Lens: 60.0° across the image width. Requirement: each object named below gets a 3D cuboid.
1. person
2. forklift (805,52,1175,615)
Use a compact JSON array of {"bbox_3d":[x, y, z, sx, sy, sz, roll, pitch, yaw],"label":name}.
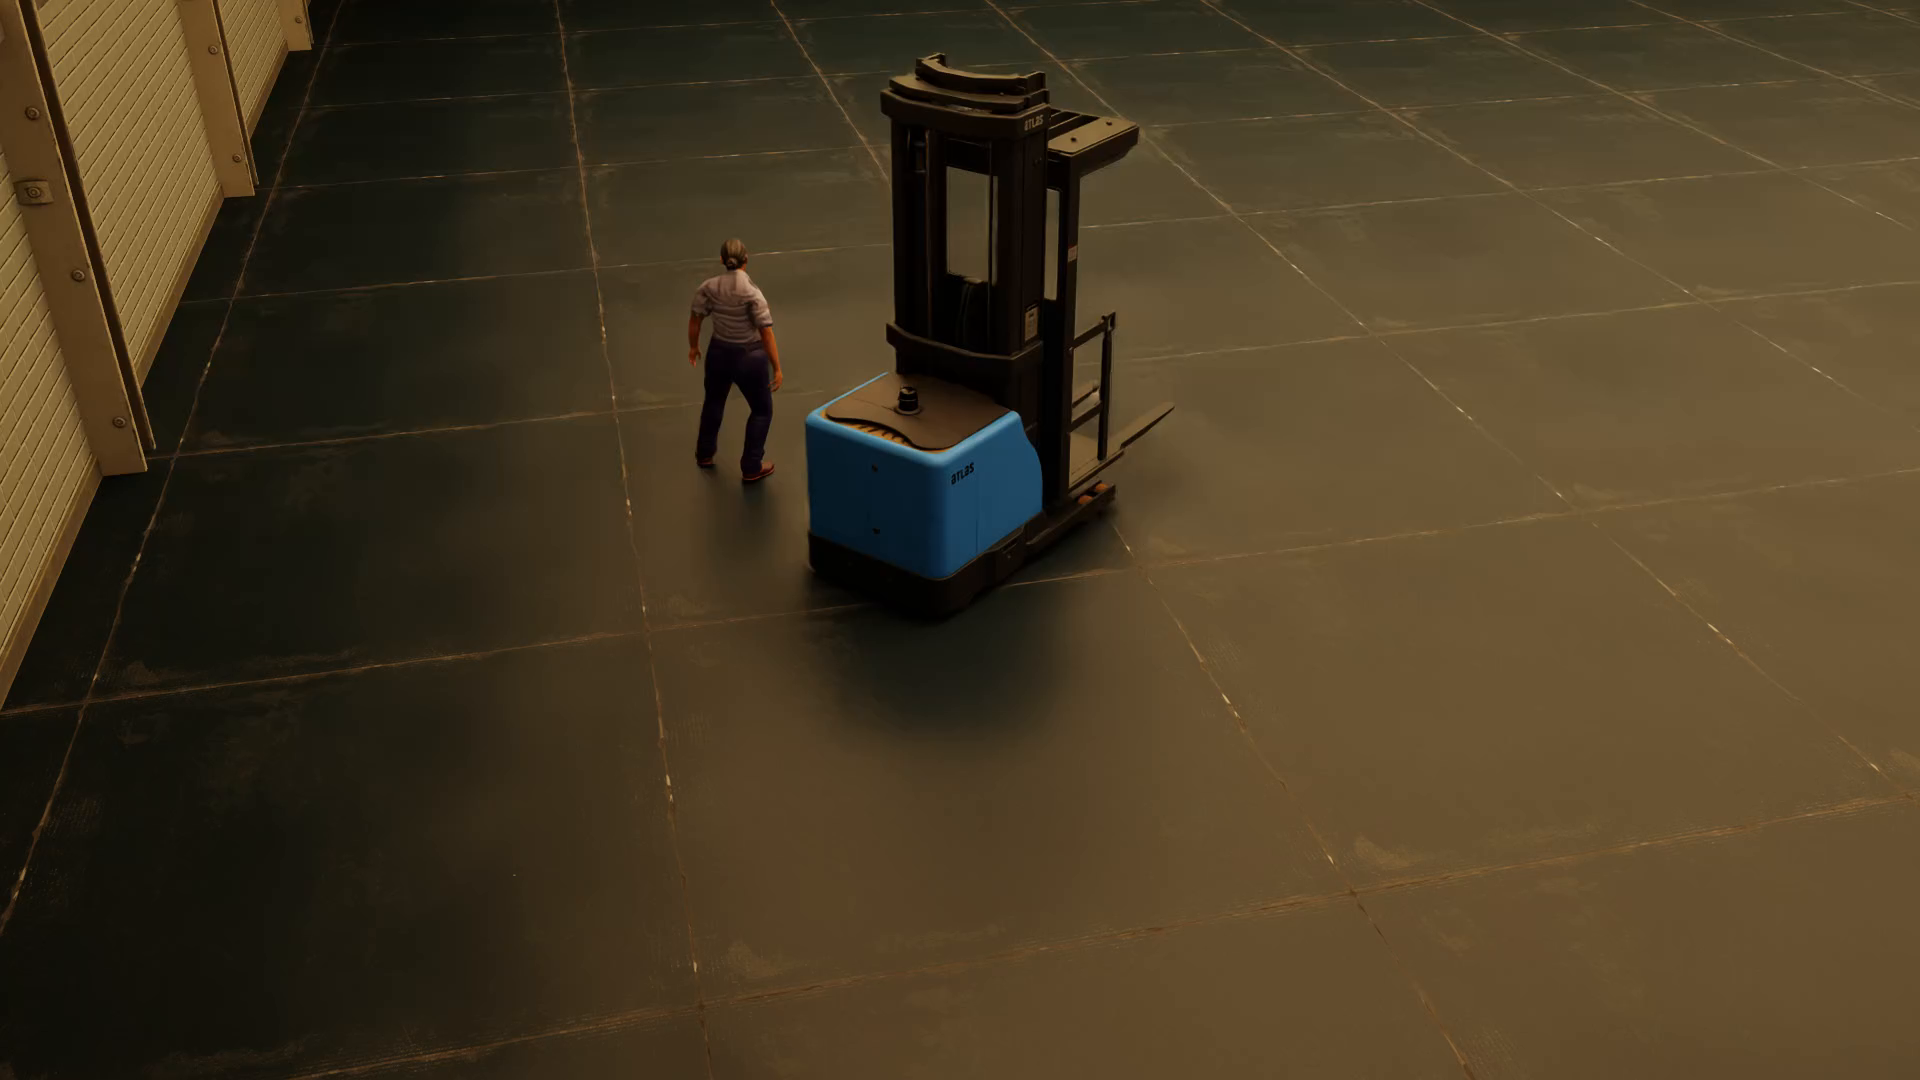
[{"bbox_3d":[-1.496,-1.186,10.937,0.784,1.625,0.368,11,32,18],"label":"person"},{"bbox_3d":[0.356,-1.517,10.196,1.130,2.935,3.031,20,36,31],"label":"forklift"}]
